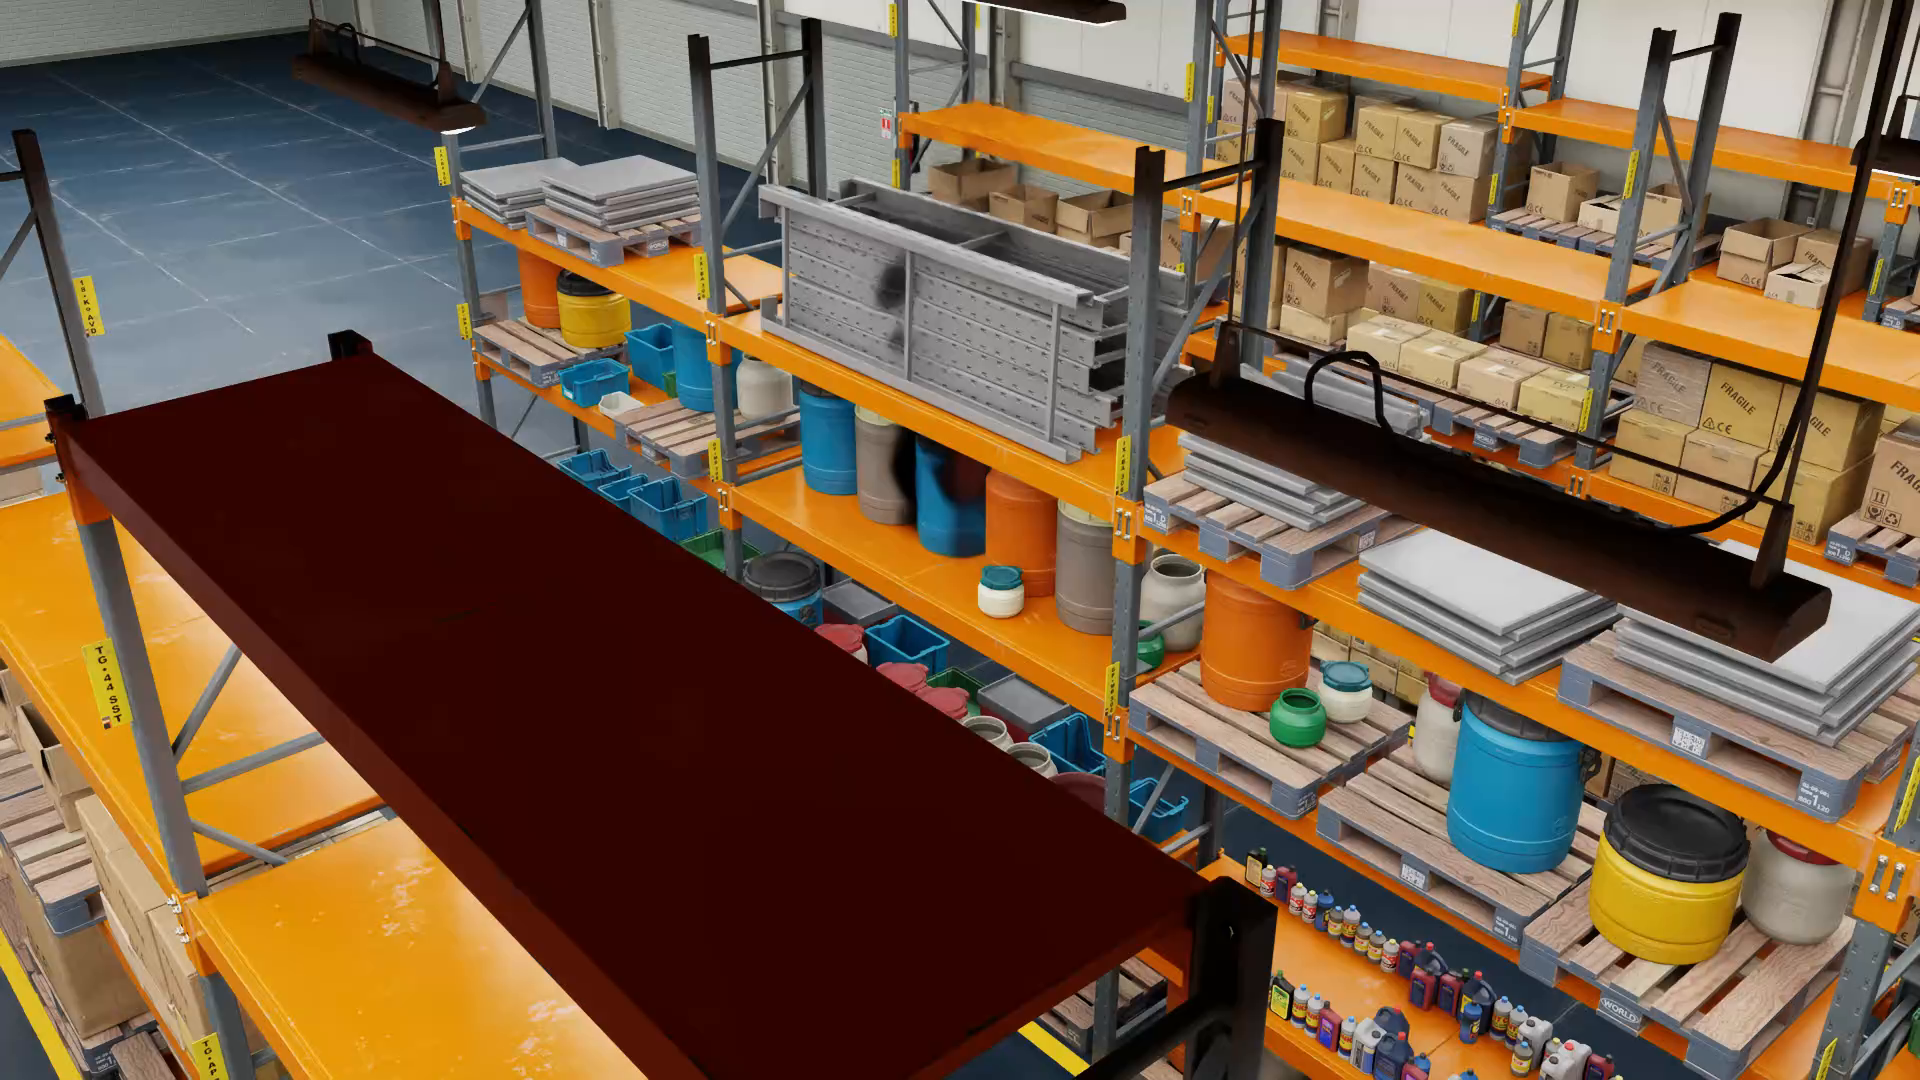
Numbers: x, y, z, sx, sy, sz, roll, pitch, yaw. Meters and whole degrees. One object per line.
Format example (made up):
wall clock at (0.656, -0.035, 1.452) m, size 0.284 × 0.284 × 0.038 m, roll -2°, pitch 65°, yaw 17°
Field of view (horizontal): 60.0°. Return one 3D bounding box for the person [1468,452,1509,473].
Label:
person at (4.976, -0.315, 16.338) m, size 0.599 × 1.639 × 0.565 m, roll 16°, pitch 31°, yaw 28°
